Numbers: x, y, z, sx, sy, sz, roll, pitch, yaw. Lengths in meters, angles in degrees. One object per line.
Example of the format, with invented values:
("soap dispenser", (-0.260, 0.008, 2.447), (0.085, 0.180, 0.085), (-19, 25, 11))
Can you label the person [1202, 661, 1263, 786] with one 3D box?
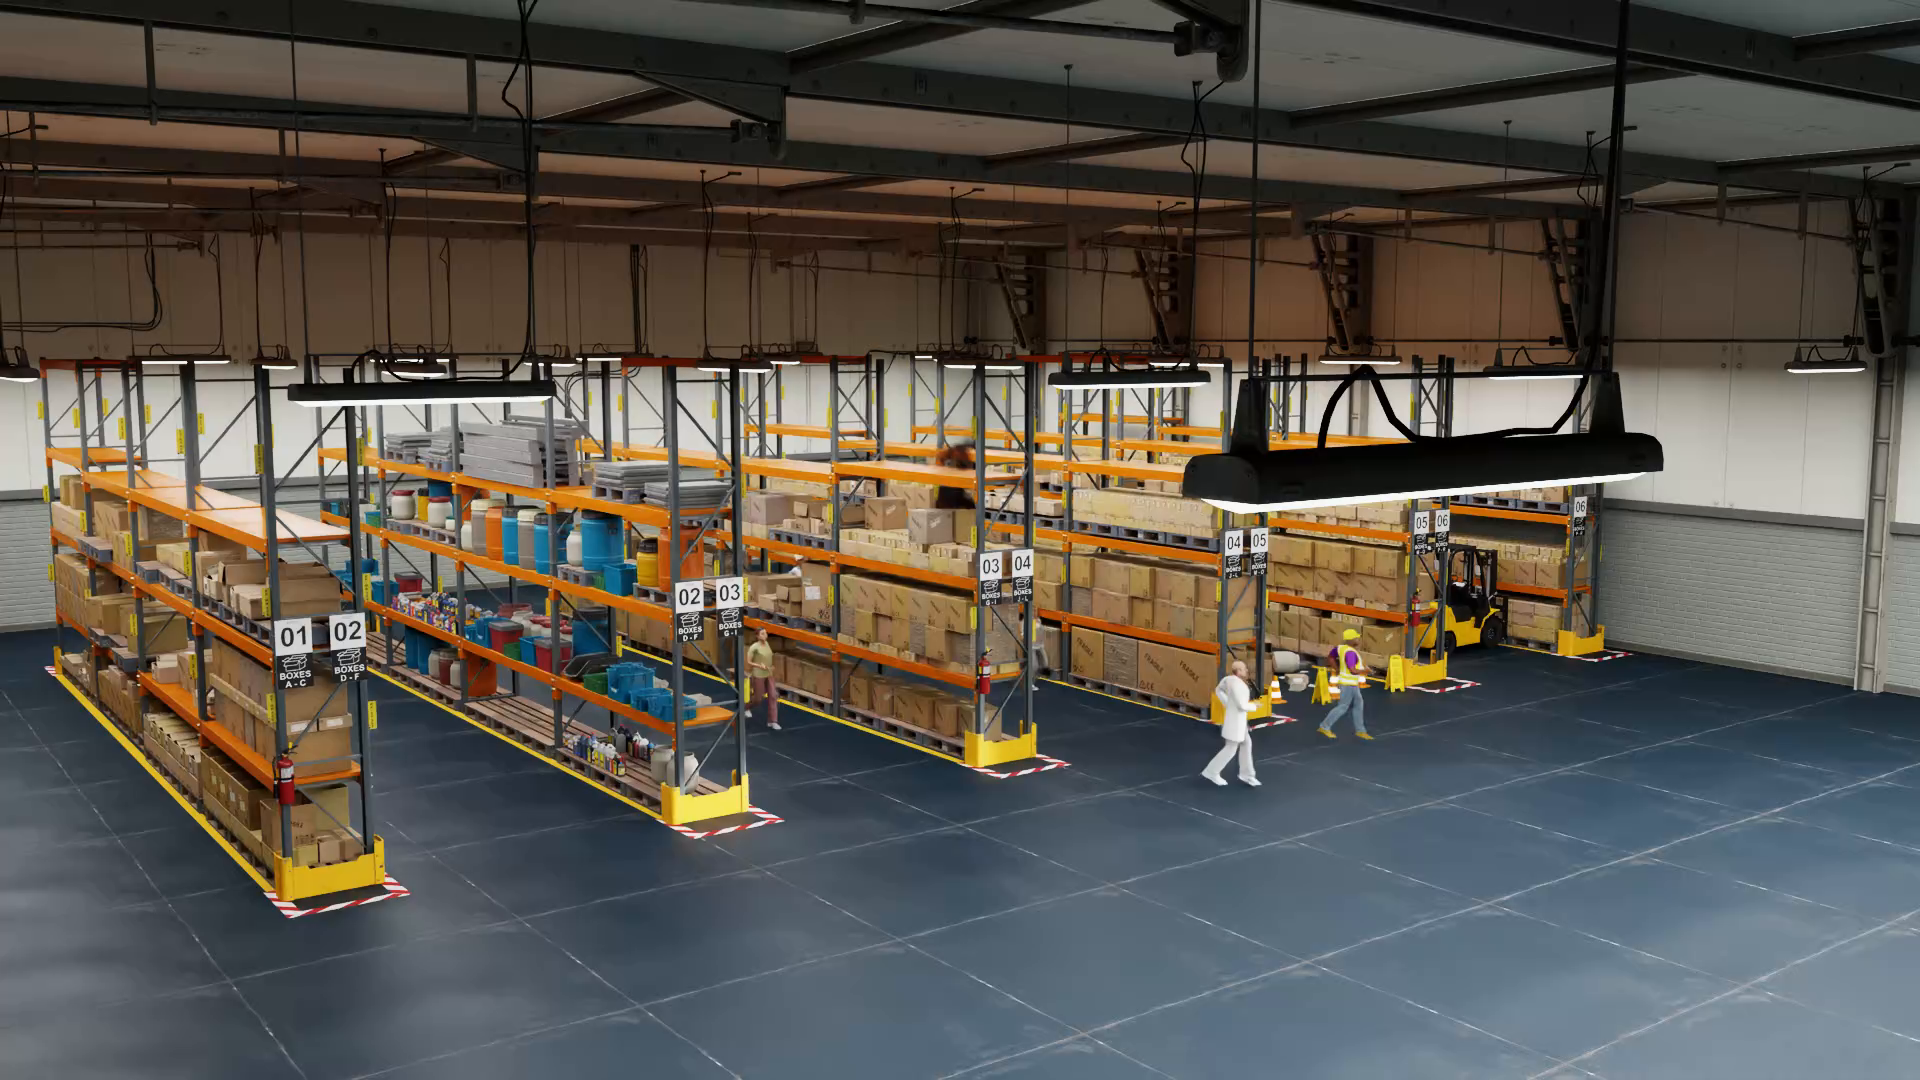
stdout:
("person", (3.889, 2.623, 23.598), (0.862, 1.845, 0.736), (0, 7, 1))

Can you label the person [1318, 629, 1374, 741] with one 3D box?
("person", (6.113, 2.295, 26.204), (0.890, 1.799, 0.687), (1, 7, 7))

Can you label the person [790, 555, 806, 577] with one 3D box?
("person", (-3.444, 1.157, 36.077), (0.668, 1.746, 0.712), (-5, 9, -37))

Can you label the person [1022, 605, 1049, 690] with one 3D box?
("person", (1.383, 1.962, 30.037), (0.526, 1.536, 0.536), (-6, 9, -42))

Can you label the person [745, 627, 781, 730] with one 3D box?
("person", (-3.260, 2.243, 27.265), (0.922, 1.672, 0.579), (6, 9, 43))
